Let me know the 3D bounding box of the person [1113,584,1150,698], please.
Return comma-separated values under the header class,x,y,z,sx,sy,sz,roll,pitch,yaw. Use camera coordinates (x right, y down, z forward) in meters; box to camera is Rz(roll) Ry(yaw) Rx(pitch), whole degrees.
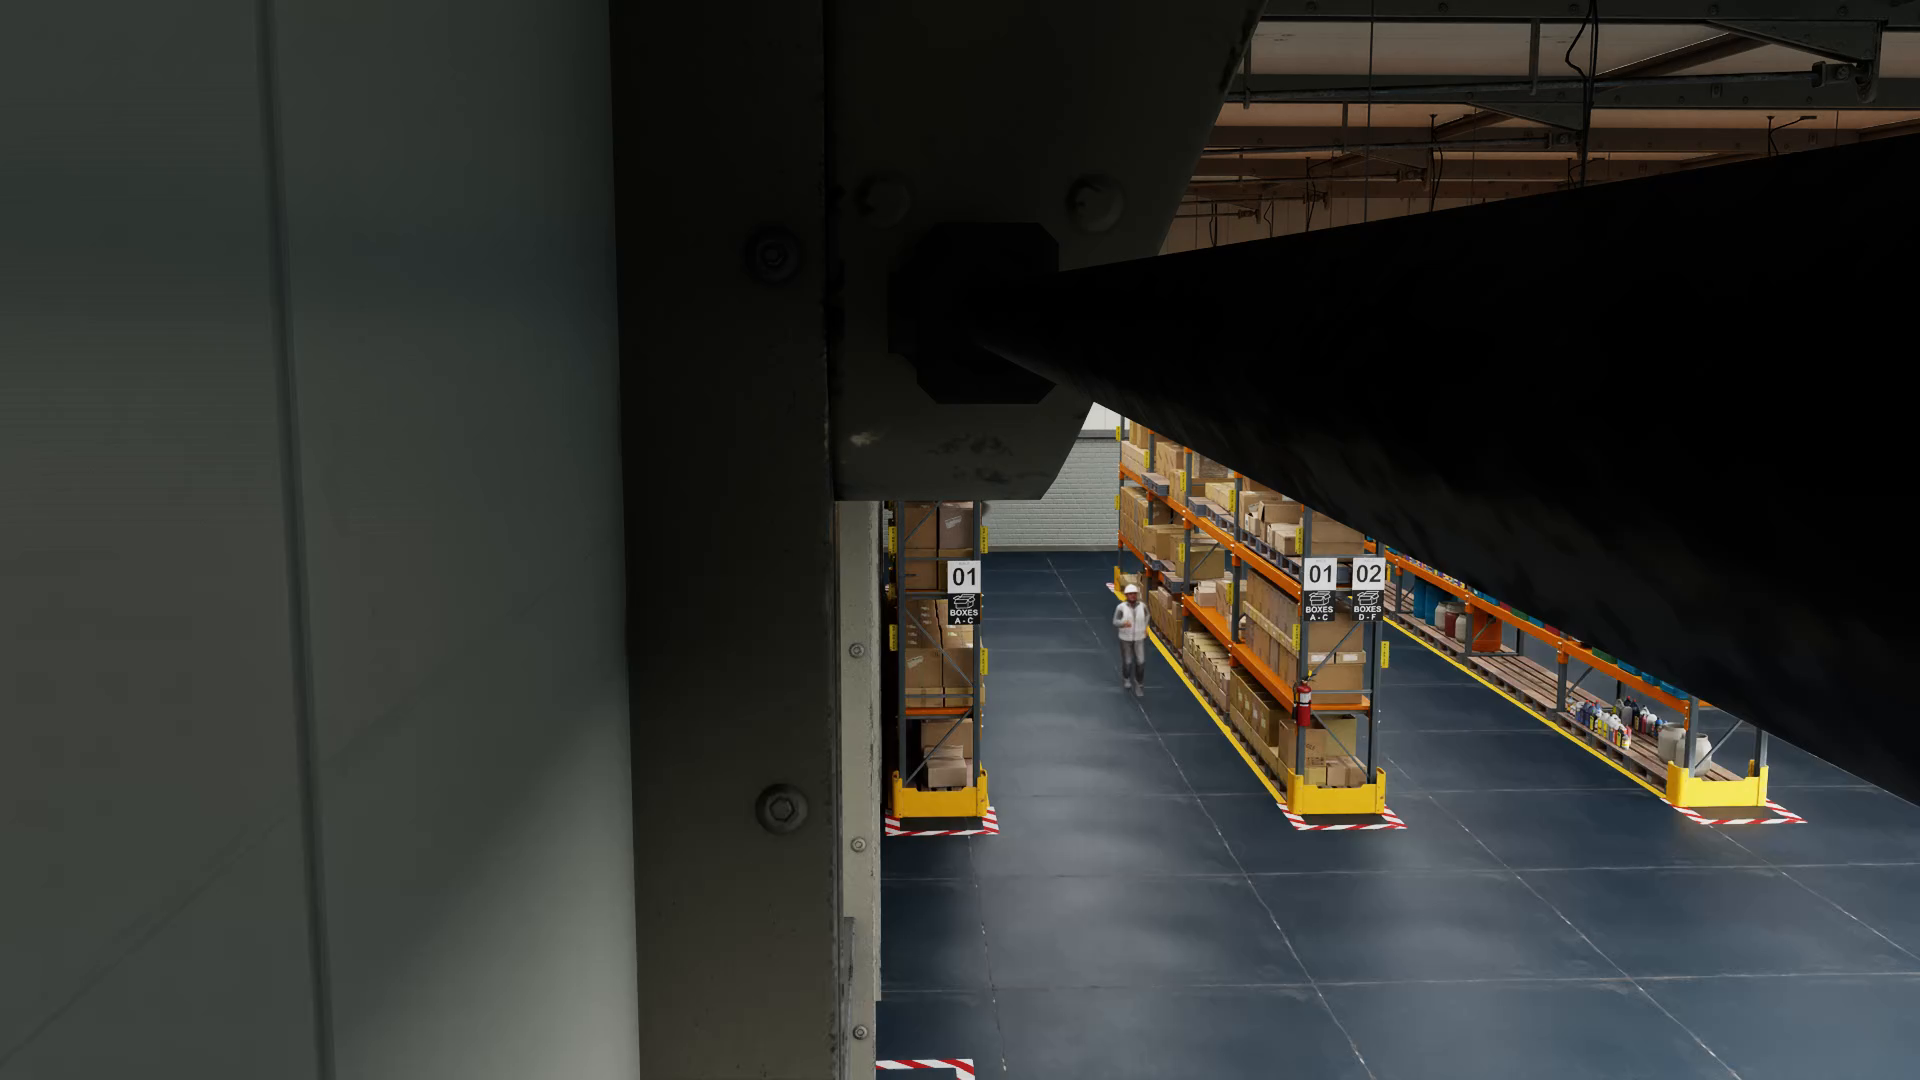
class,x,y,z,sx,sy,sz,roll,pitch,yaw
person,2.766,1.620,26.777,0.638,1.835,0.777,0,8,-1
